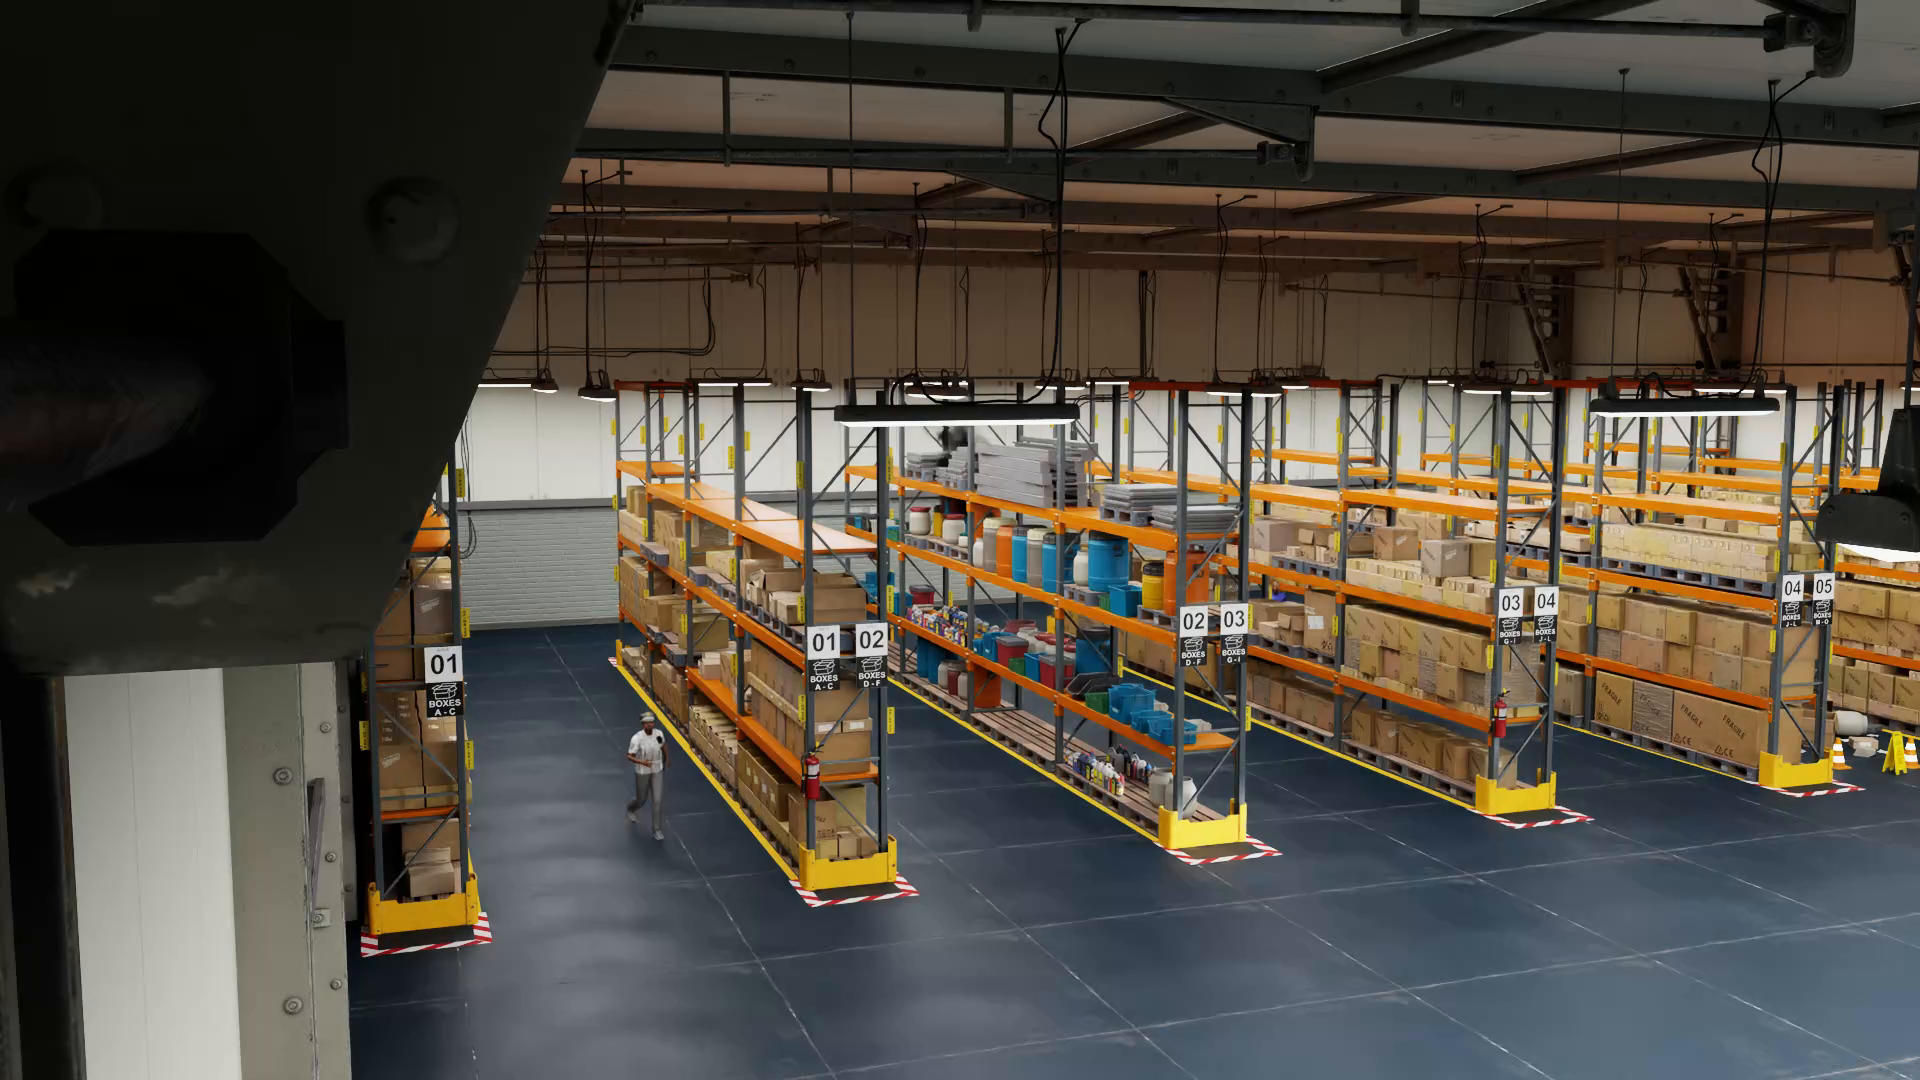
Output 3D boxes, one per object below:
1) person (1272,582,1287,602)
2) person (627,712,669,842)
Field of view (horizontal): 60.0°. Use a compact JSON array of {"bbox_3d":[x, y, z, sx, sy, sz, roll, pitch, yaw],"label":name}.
[{"bbox_3d":[6.874,1.711,36.215,0.573,1.635,0.611,-1,6,-11],"label":"person"},{"bbox_3d":[-4.200,3.128,22.411,0.589,1.701,0.918,-3,7,-27],"label":"person"}]
